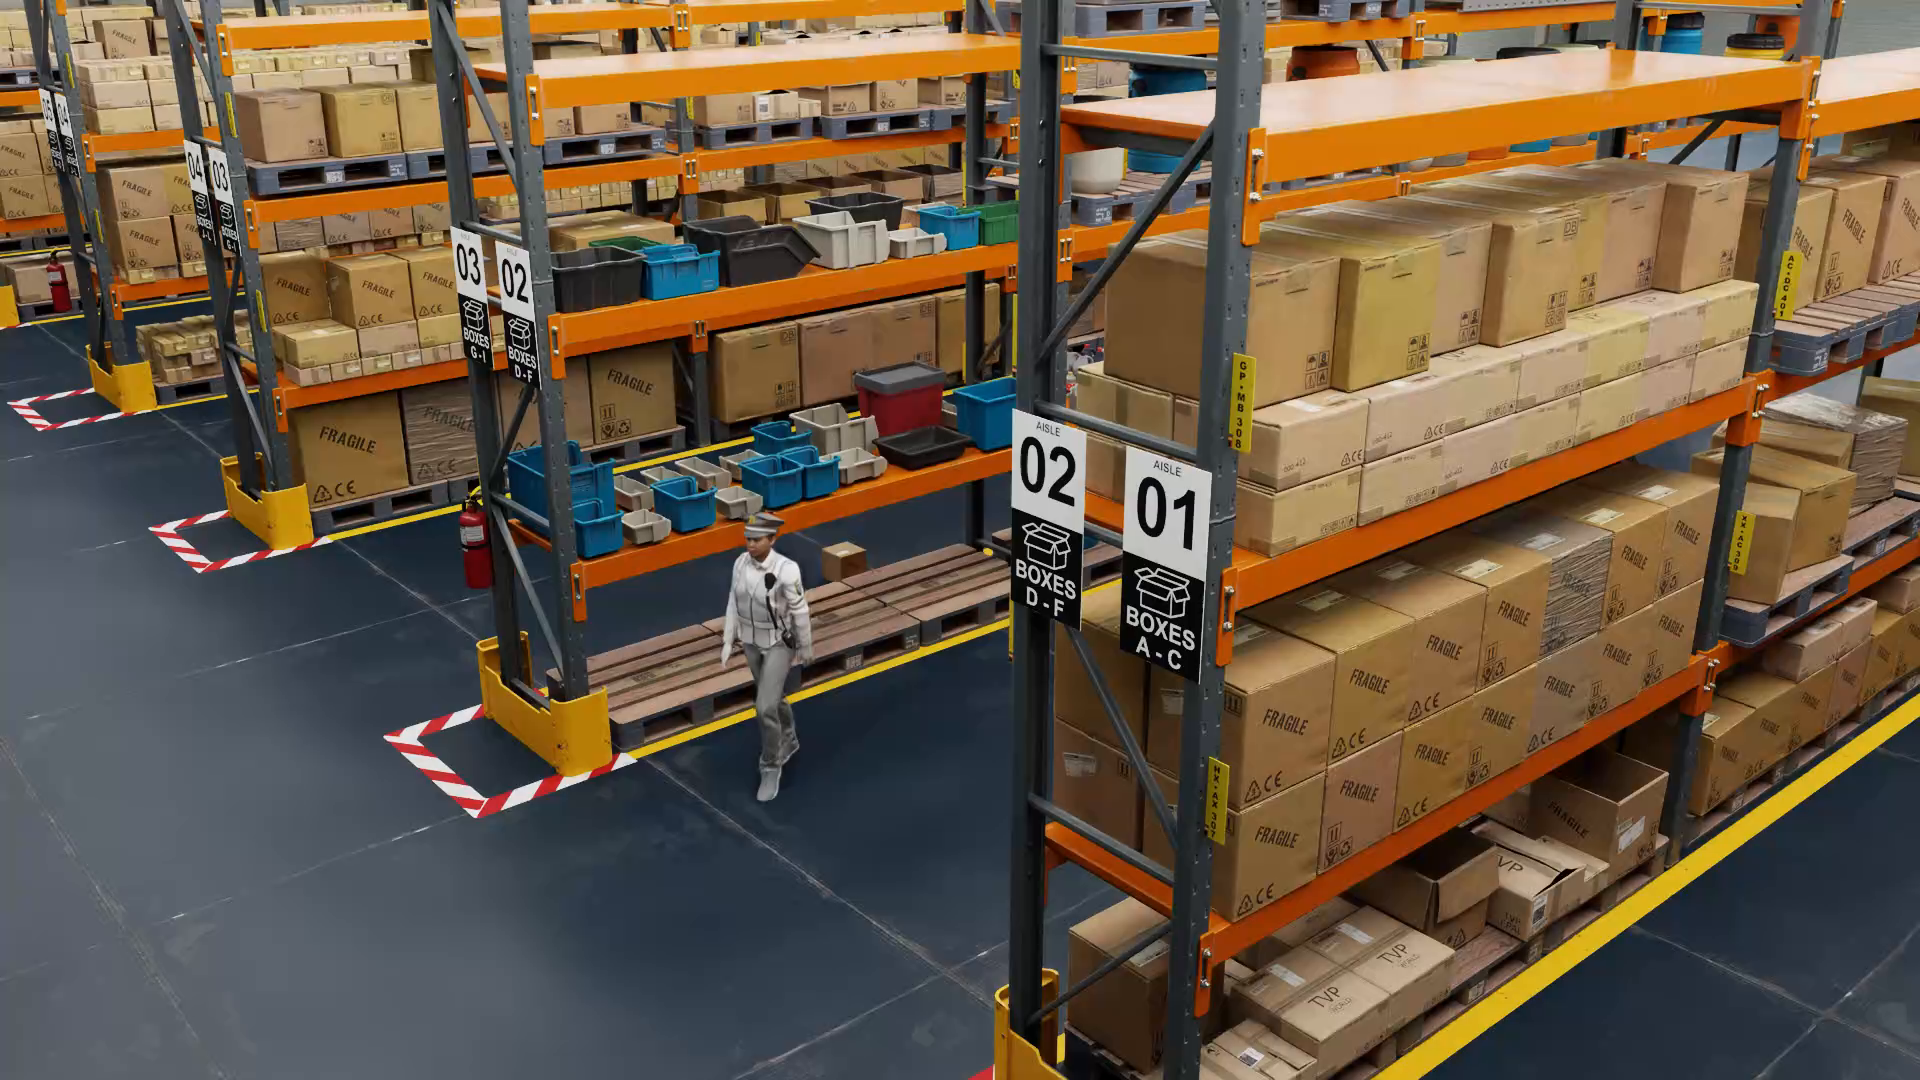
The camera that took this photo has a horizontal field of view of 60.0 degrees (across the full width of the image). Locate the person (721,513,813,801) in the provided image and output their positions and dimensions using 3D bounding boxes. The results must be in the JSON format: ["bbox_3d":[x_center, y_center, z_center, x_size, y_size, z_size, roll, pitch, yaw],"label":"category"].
[{"bbox_3d":[-1.170,0.649,9.887,0.496,1.736,0.602,13,24,29],"label":"person"}]
